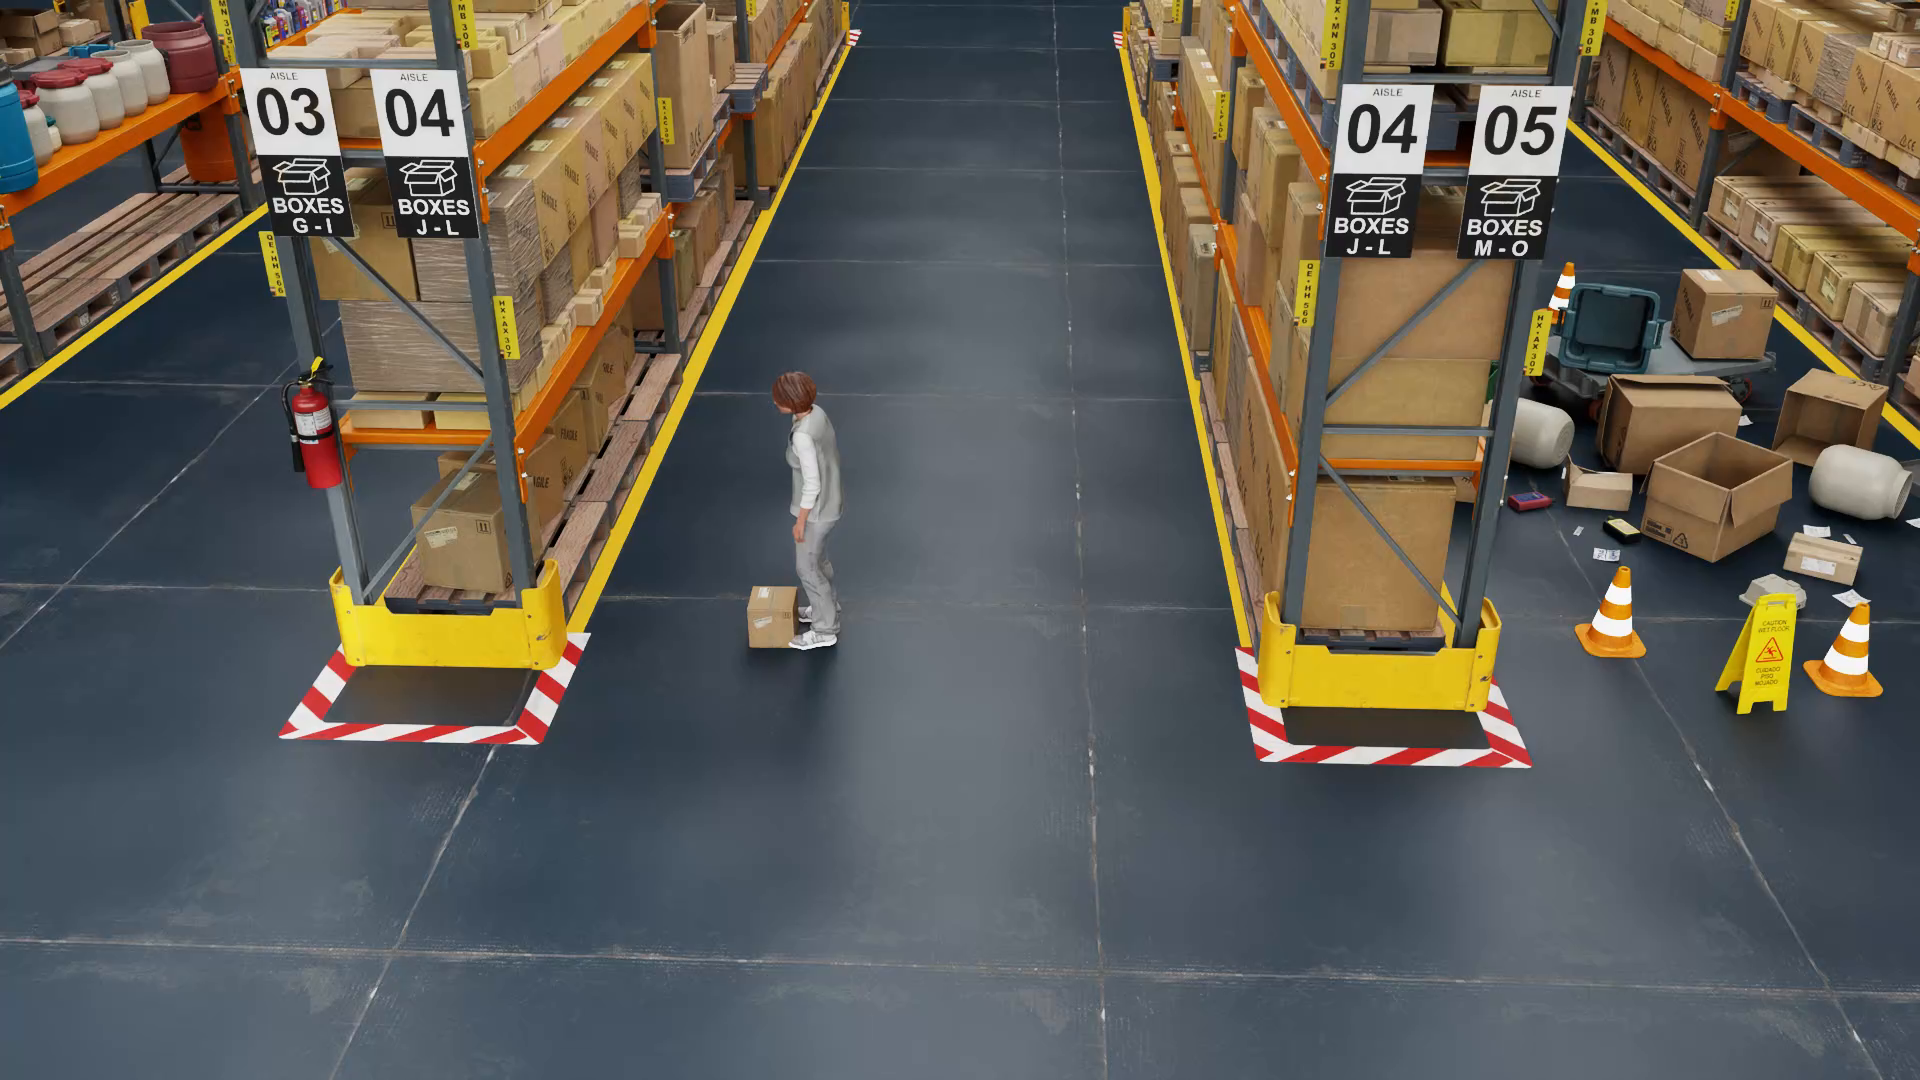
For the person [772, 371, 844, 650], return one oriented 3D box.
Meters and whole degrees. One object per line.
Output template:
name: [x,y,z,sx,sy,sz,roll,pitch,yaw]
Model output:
person: [-0.796,-0.164,8.938,0.343,1.593,0.461,1,28,2]
